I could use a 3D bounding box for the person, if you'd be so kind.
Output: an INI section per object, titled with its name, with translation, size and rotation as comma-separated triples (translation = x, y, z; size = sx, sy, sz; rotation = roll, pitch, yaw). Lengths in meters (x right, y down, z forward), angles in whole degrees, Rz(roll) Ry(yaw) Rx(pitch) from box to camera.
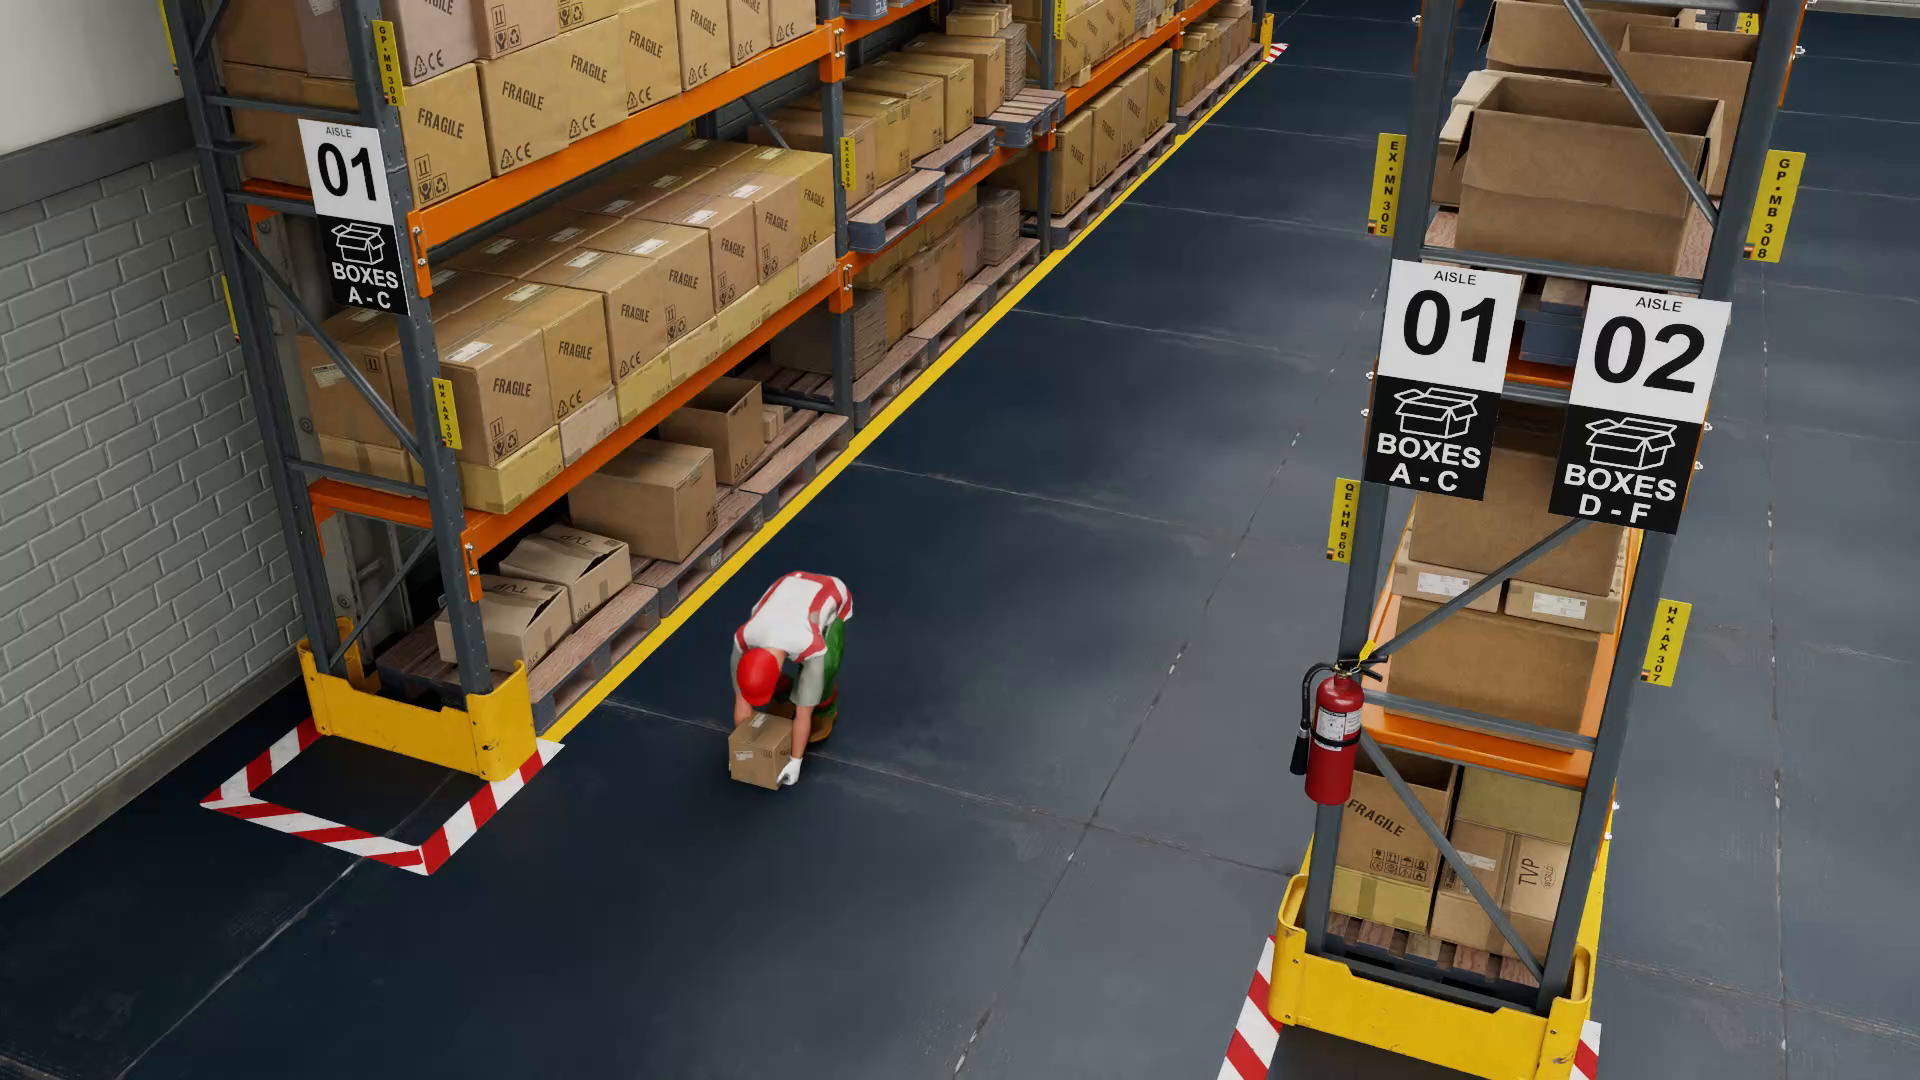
[person]
translation = -0.849, 0.657, 8.237
size = 0.519, 0.831, 0.966
rotation = 10, 31, 18
